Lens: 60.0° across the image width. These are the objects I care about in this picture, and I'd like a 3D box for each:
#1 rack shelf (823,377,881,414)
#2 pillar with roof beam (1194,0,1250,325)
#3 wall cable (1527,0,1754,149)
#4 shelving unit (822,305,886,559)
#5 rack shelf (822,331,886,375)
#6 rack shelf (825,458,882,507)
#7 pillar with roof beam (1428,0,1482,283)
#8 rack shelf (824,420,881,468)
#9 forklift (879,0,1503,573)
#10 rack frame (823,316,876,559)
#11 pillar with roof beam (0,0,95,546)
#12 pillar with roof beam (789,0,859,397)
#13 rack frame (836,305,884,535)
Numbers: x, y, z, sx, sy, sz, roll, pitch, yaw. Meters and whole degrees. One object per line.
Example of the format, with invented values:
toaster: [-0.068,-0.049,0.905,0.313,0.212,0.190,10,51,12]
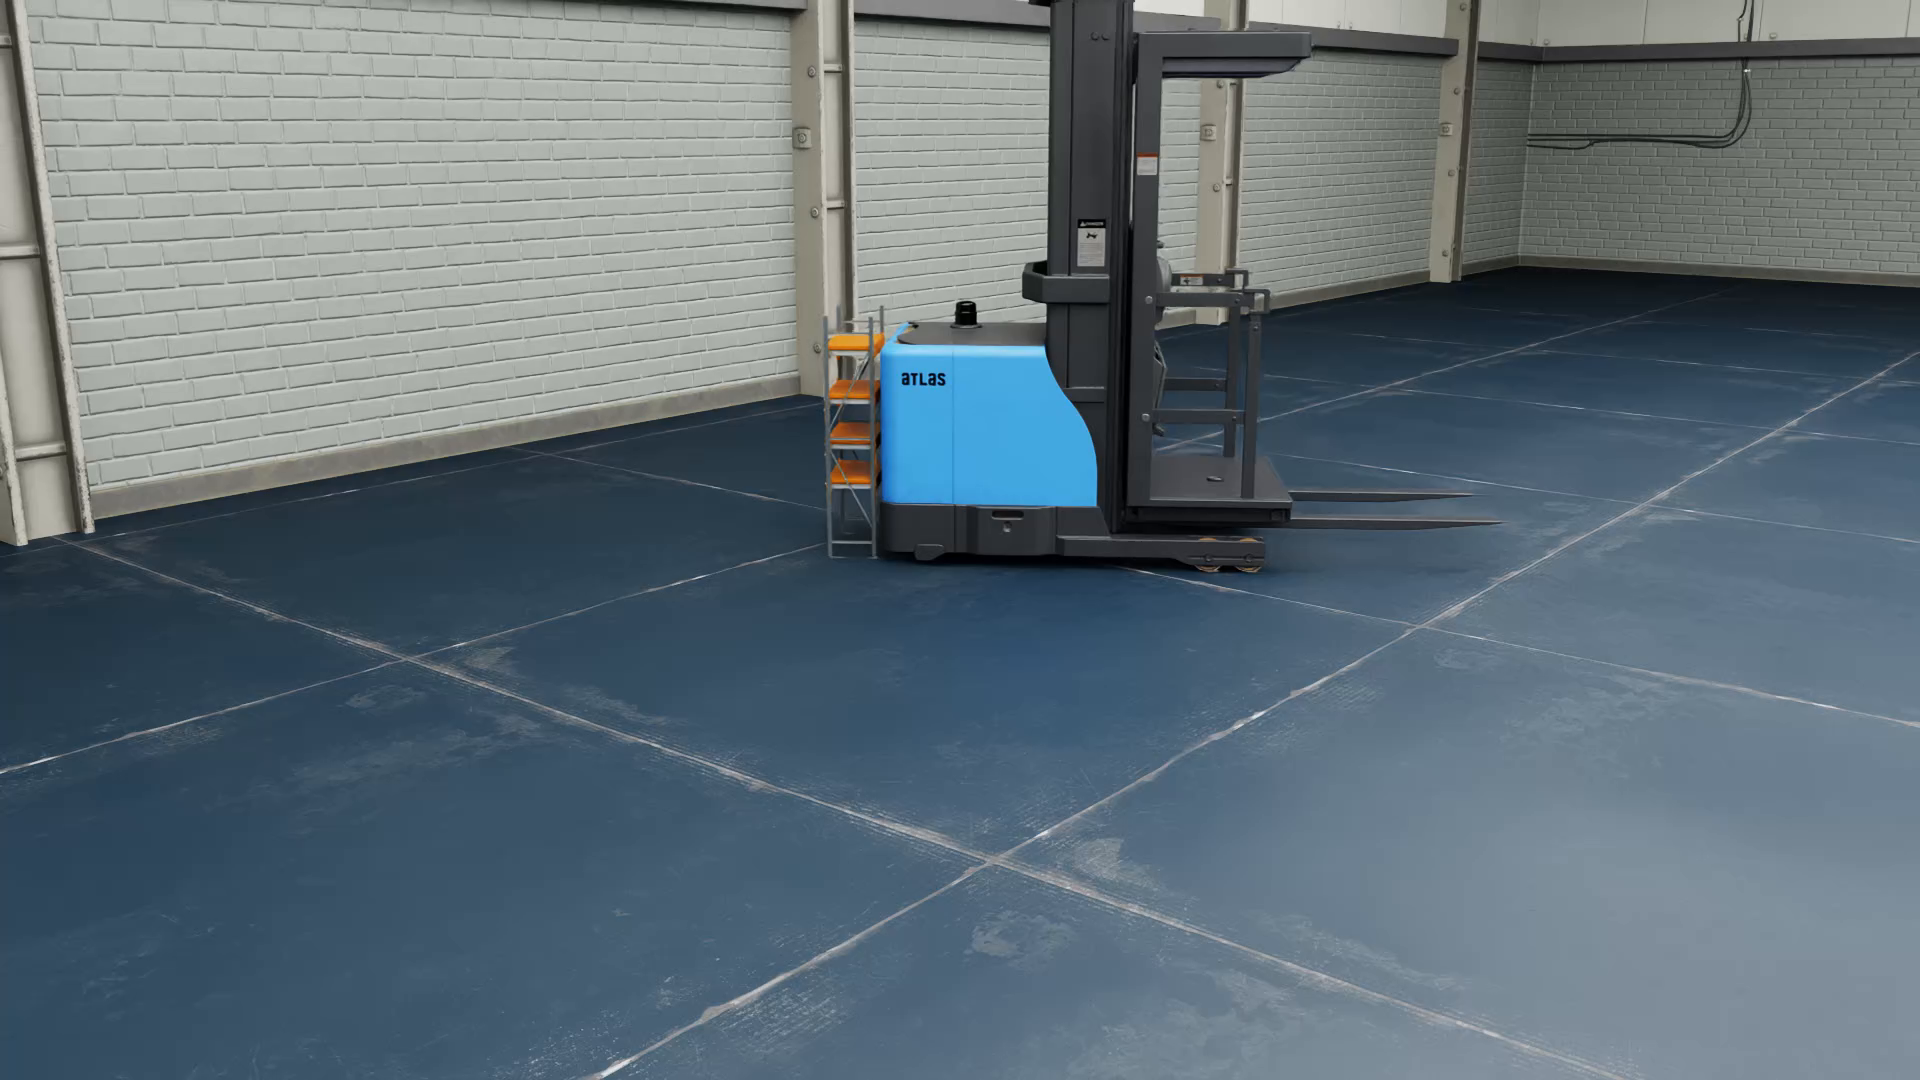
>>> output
rack shelf: [-0.521,-0.702,8.314,0.258,0.148,0.480,1,14,3]
pillar with roof beam: [6.074,-6.024,14.058,9.100,9.000,0.400,11,18,38]
wall cable: [9.377,-6.694,23.001,3.097,2.526,0.112,11,18,38]
shelving unit: [-0.521,-0.550,8.353,0.258,1.200,0.503,1,14,3]
rack shelf: [-0.521,-0.931,8.256,0.258,0.148,0.480,1,14,3]
rack shelf: [-0.521,-0.293,8.418,0.258,0.148,0.480,1,14,3]
pillar with roof beam: [9.845,-7.173,18.581,9.100,9.000,0.400,11,18,38]
rack shelf: [-0.521,-0.485,8.369,0.258,0.148,0.480,1,14,3]
forklift: [1.144,-1.398,8.173,3.031,2.935,1.130,1,14,4]
rack frame: [-0.536,-0.490,8.117,0.240,1.200,0.015,1,14,3]
pillar with roof beam: [-1.468,-3.726,5.012,9.100,9.000,0.400,11,18,38]
pillar with roof beam: [2.303,-4.875,9.535,9.100,9.000,0.400,11,18,38]
rack frame: [-0.507,-0.610,8.589,0.240,1.200,0.015,1,14,3]
